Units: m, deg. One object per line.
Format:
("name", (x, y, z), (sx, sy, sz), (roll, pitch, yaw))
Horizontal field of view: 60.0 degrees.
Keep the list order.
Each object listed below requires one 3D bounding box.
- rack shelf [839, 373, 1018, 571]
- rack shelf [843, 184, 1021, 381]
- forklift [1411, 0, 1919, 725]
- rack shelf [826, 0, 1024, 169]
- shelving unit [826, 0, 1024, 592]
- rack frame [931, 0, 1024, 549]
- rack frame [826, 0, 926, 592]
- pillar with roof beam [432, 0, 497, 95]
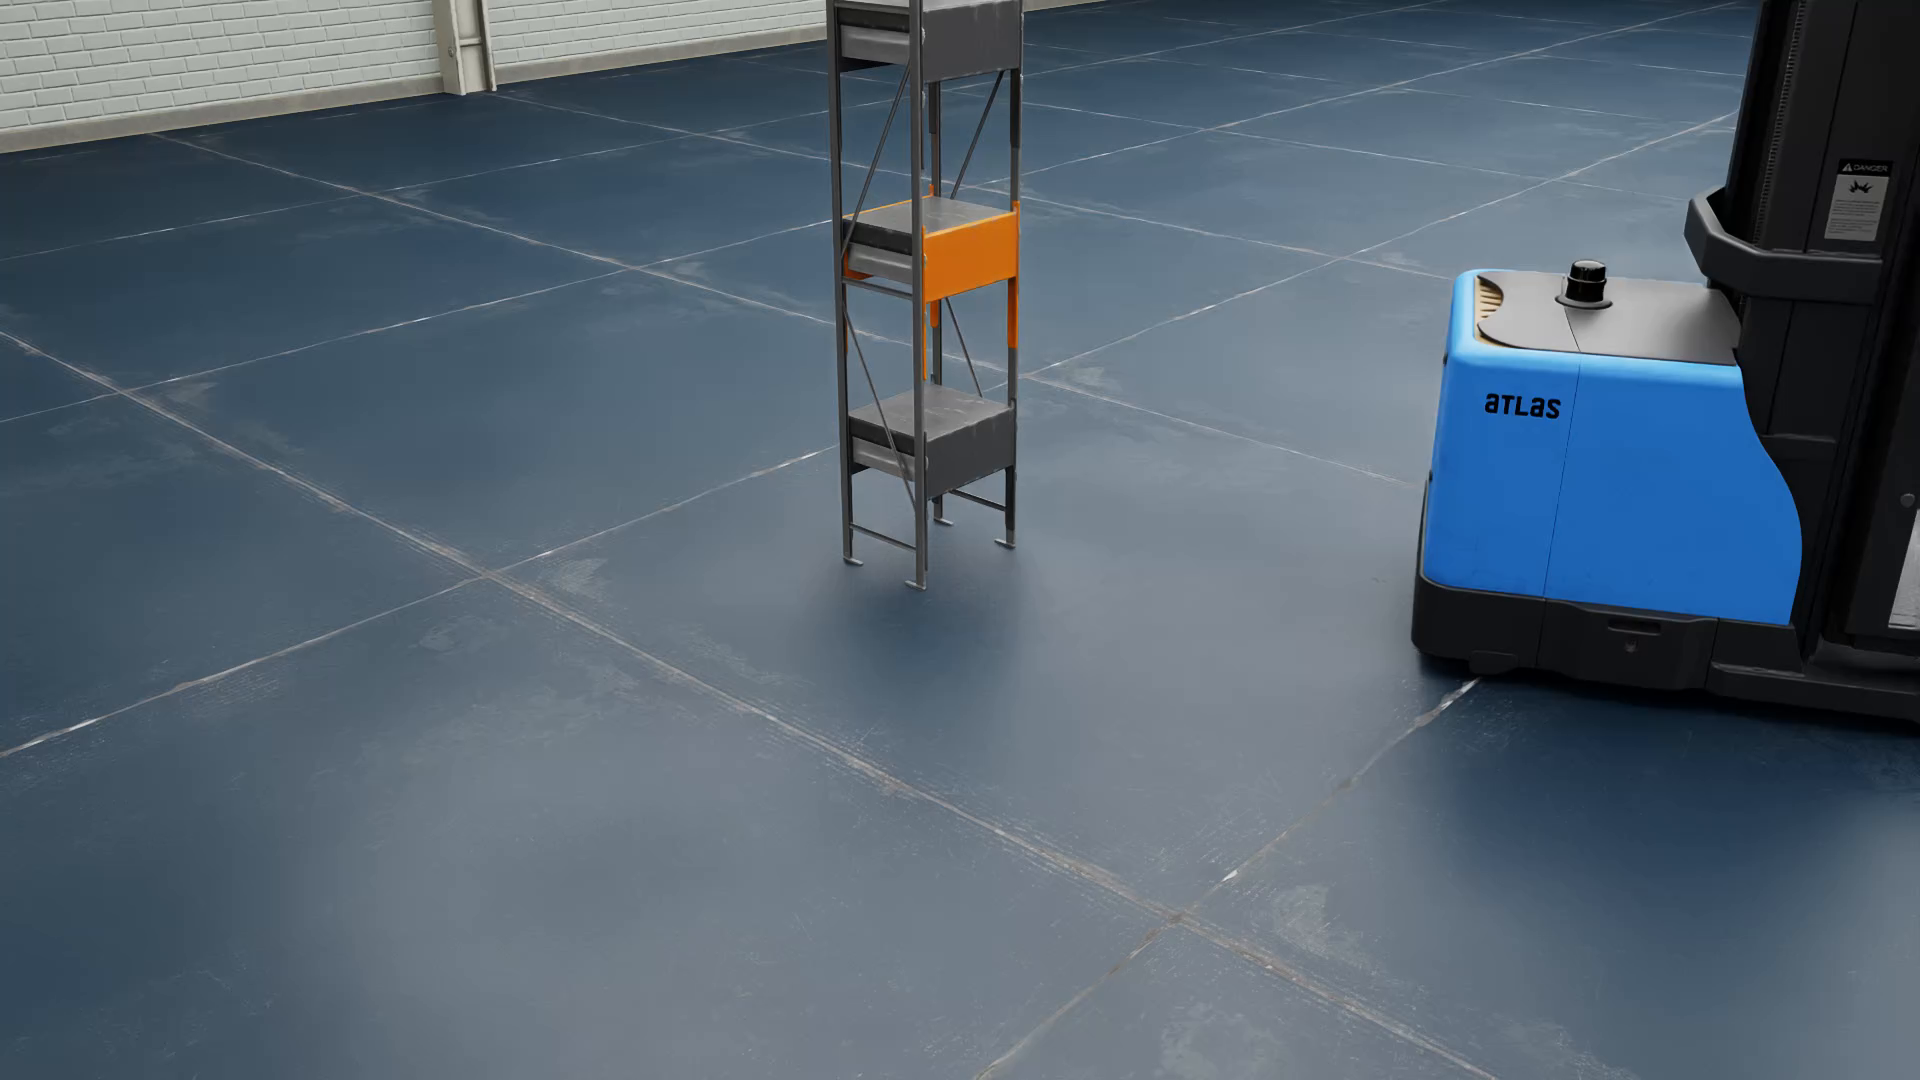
("rack shelf", (-0.110, -0.256, 6.000), (0.431, 0.518, 0.480), (20, 31, 38))
("rack shelf", (-0.110, -0.895, 5.714), (0.431, 0.518, 0.480), (20, 31, 38))
("forklift", (3.027, -0.950, 4.786), (3.031, 2.935, 1.130), (7, 25, 14))
("rack shelf", (-0.110, -1.534, 5.427), (0.431, 0.518, 0.480), (20, 31, 38))
("shelving unit", (-0.110, -0.908, 5.708), (0.431, 2.100, 0.503), (20, 31, 38))
("rack frame", (0.052, -0.982, 5.874), (0.400, 2.100, 0.015), (20, 31, 38))
("rack frame", (-0.273, -0.833, 5.542), (0.400, 2.100, 0.015), (20, 31, 38))
("pillar with roof beam", (-1.425, -7.175, 11.254), (9.100, 9.000, 0.400), (20, 31, 38))
